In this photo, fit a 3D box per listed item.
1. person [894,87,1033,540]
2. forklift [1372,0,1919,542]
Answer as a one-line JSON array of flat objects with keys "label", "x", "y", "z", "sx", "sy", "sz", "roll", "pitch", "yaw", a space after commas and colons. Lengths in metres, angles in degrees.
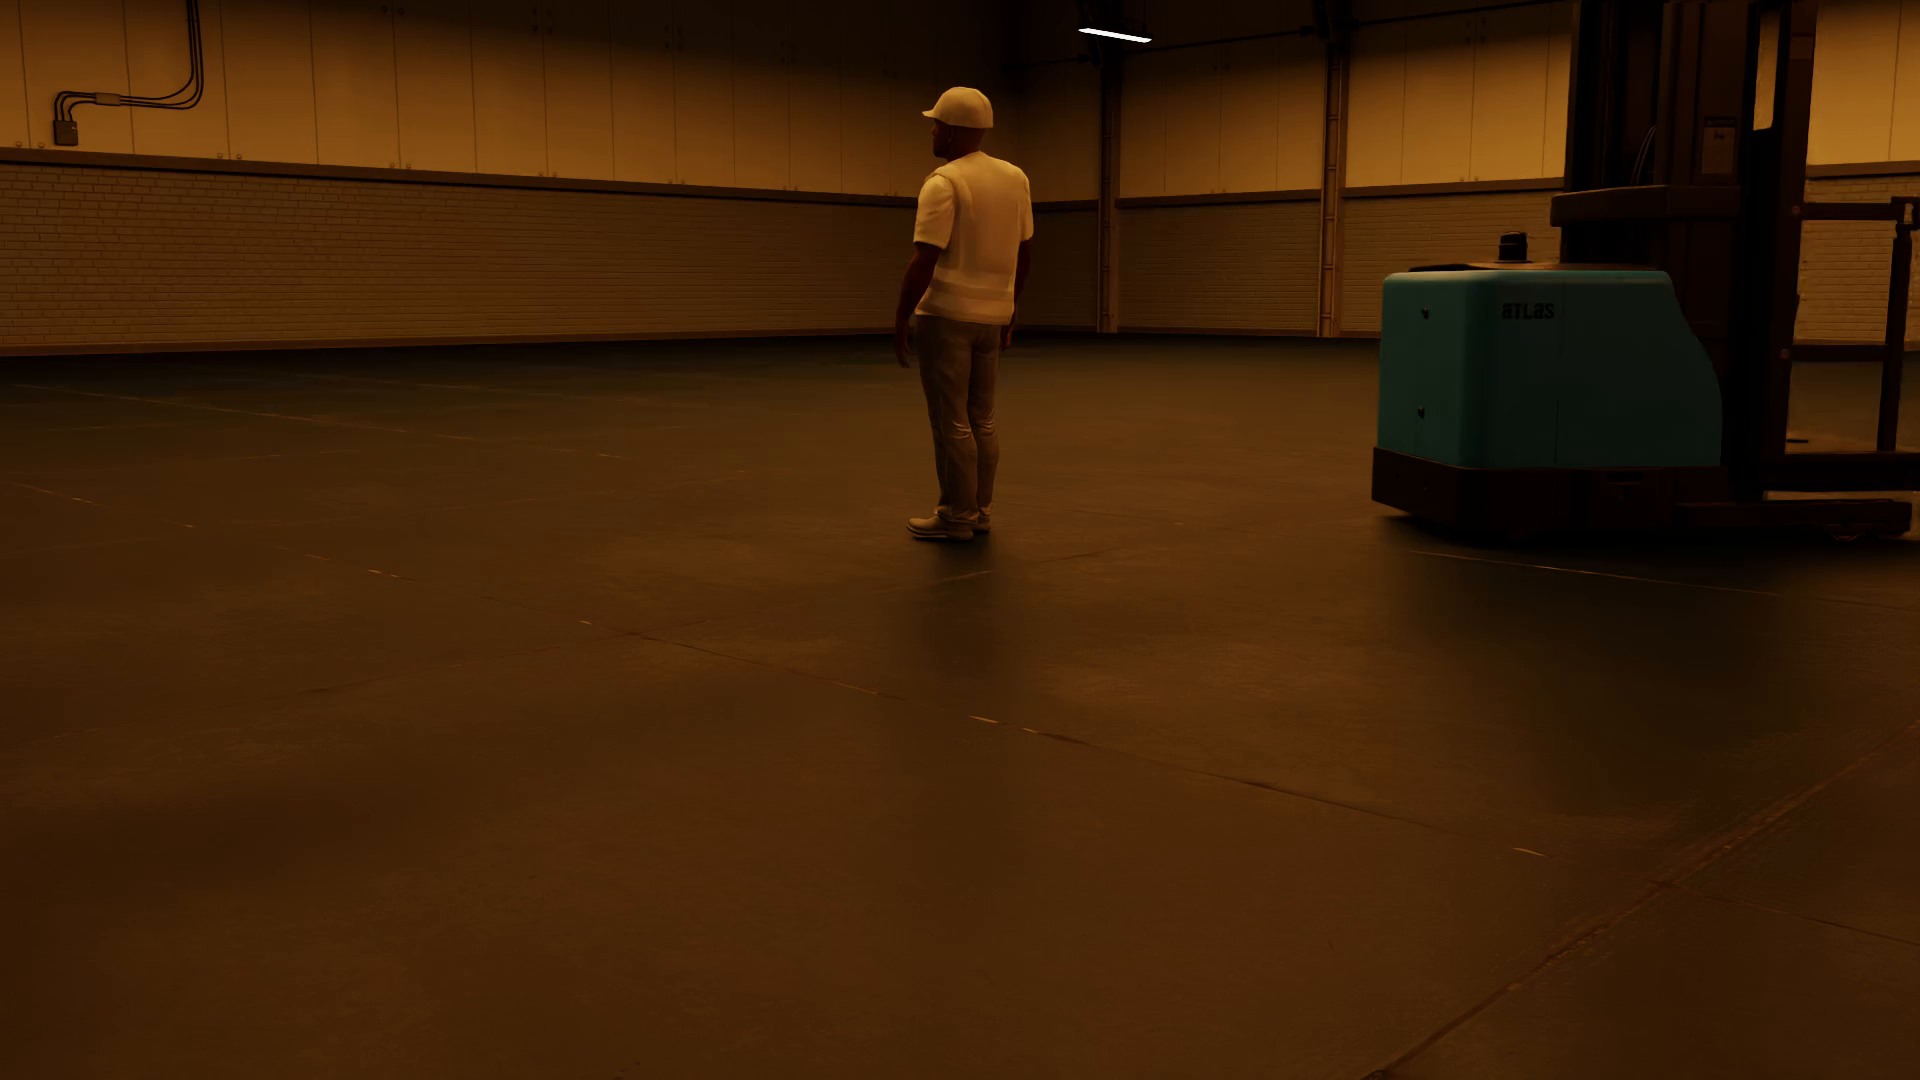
[{"label": "person", "x": -0.045, "y": -0.888, "z": 6.637, "sx": 0.577, "sy": 1.765, "sz": 0.665, "roll": 8, "pitch": 12, "yaw": 43}, {"label": "forklift", "x": 3.392, "y": -1.519, "z": 6.962, "sx": 3.031, "sy": 2.935, "sz": 1.130, "roll": -1, "pitch": 9, "yaw": -7}]
